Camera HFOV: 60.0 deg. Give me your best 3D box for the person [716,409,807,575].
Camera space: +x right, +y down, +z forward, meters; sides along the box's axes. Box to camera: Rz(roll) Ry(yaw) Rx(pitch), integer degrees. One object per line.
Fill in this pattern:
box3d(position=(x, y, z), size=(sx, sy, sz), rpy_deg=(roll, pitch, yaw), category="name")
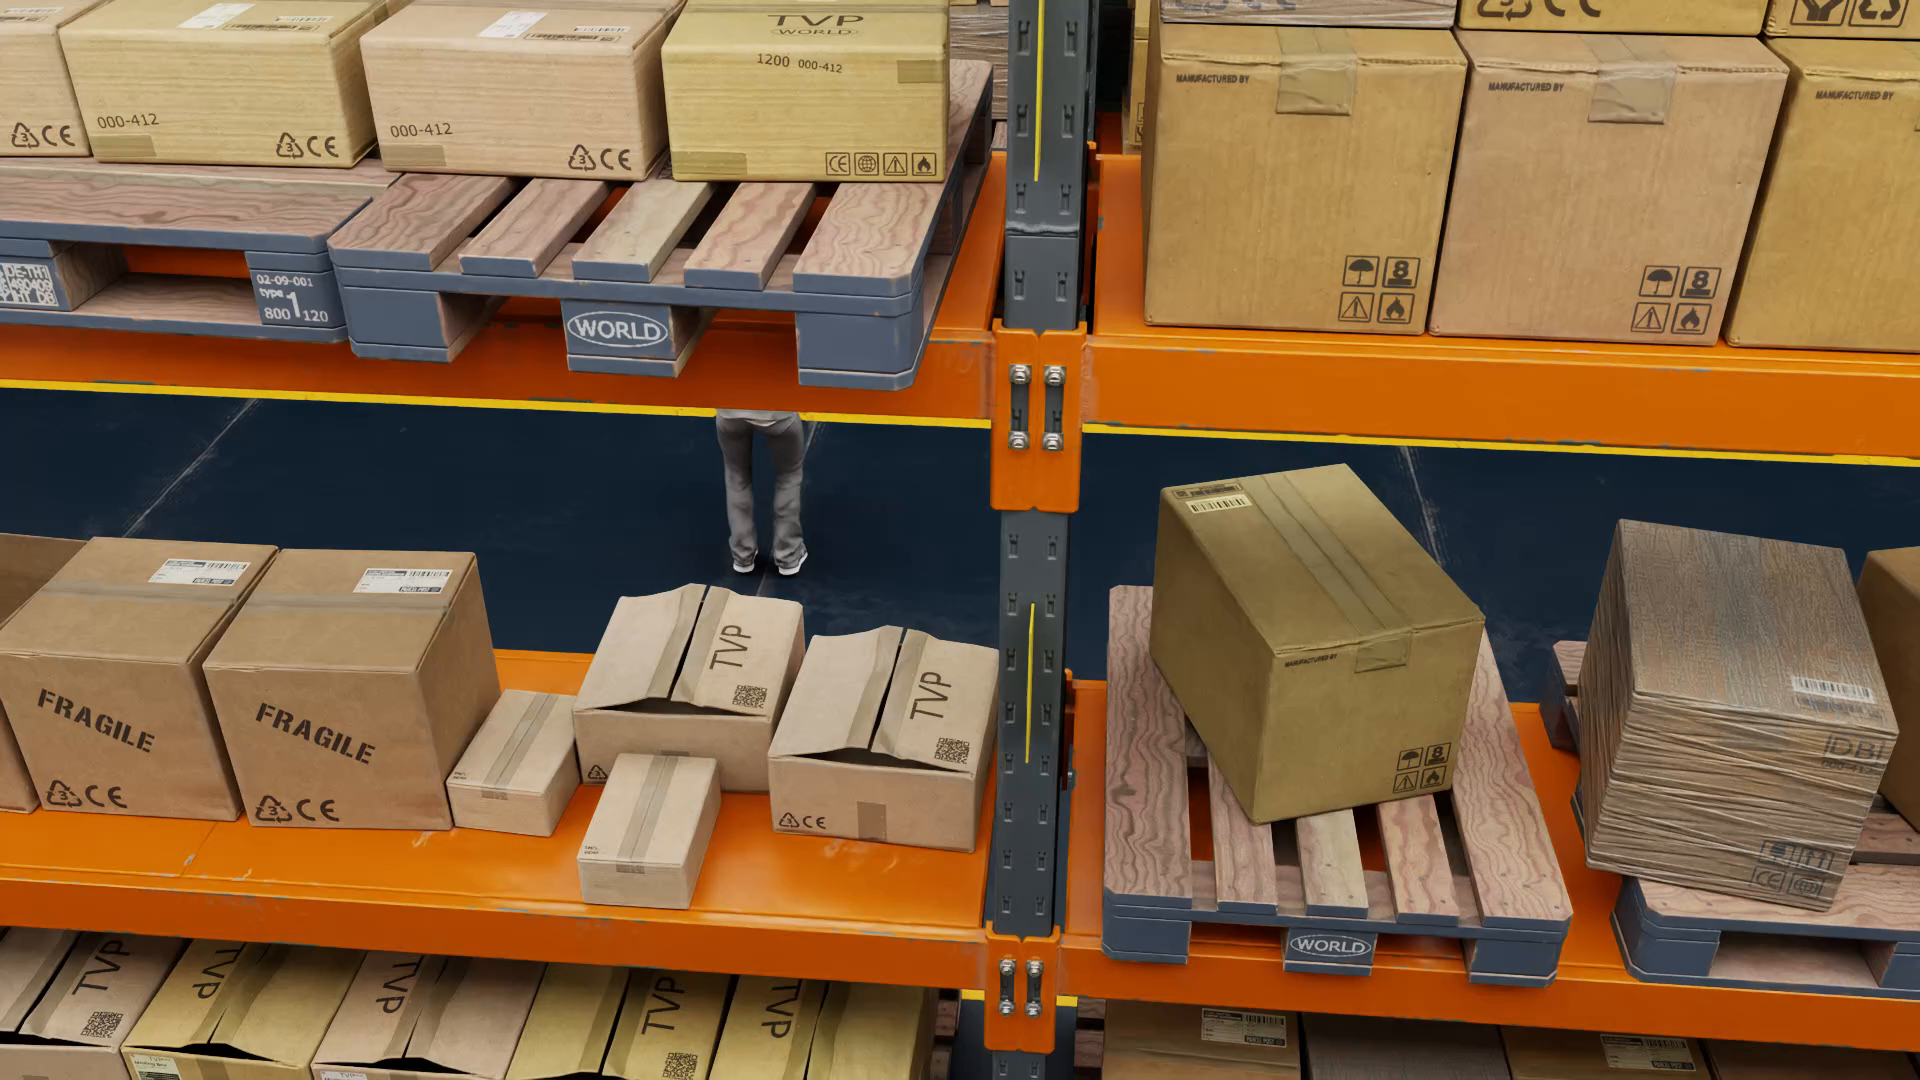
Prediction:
box3d(position=(-0.853, -0.588, 7.132), size=(0.374, 1.541, 0.547), rpy_deg=(2, 32, 3), category="person")
